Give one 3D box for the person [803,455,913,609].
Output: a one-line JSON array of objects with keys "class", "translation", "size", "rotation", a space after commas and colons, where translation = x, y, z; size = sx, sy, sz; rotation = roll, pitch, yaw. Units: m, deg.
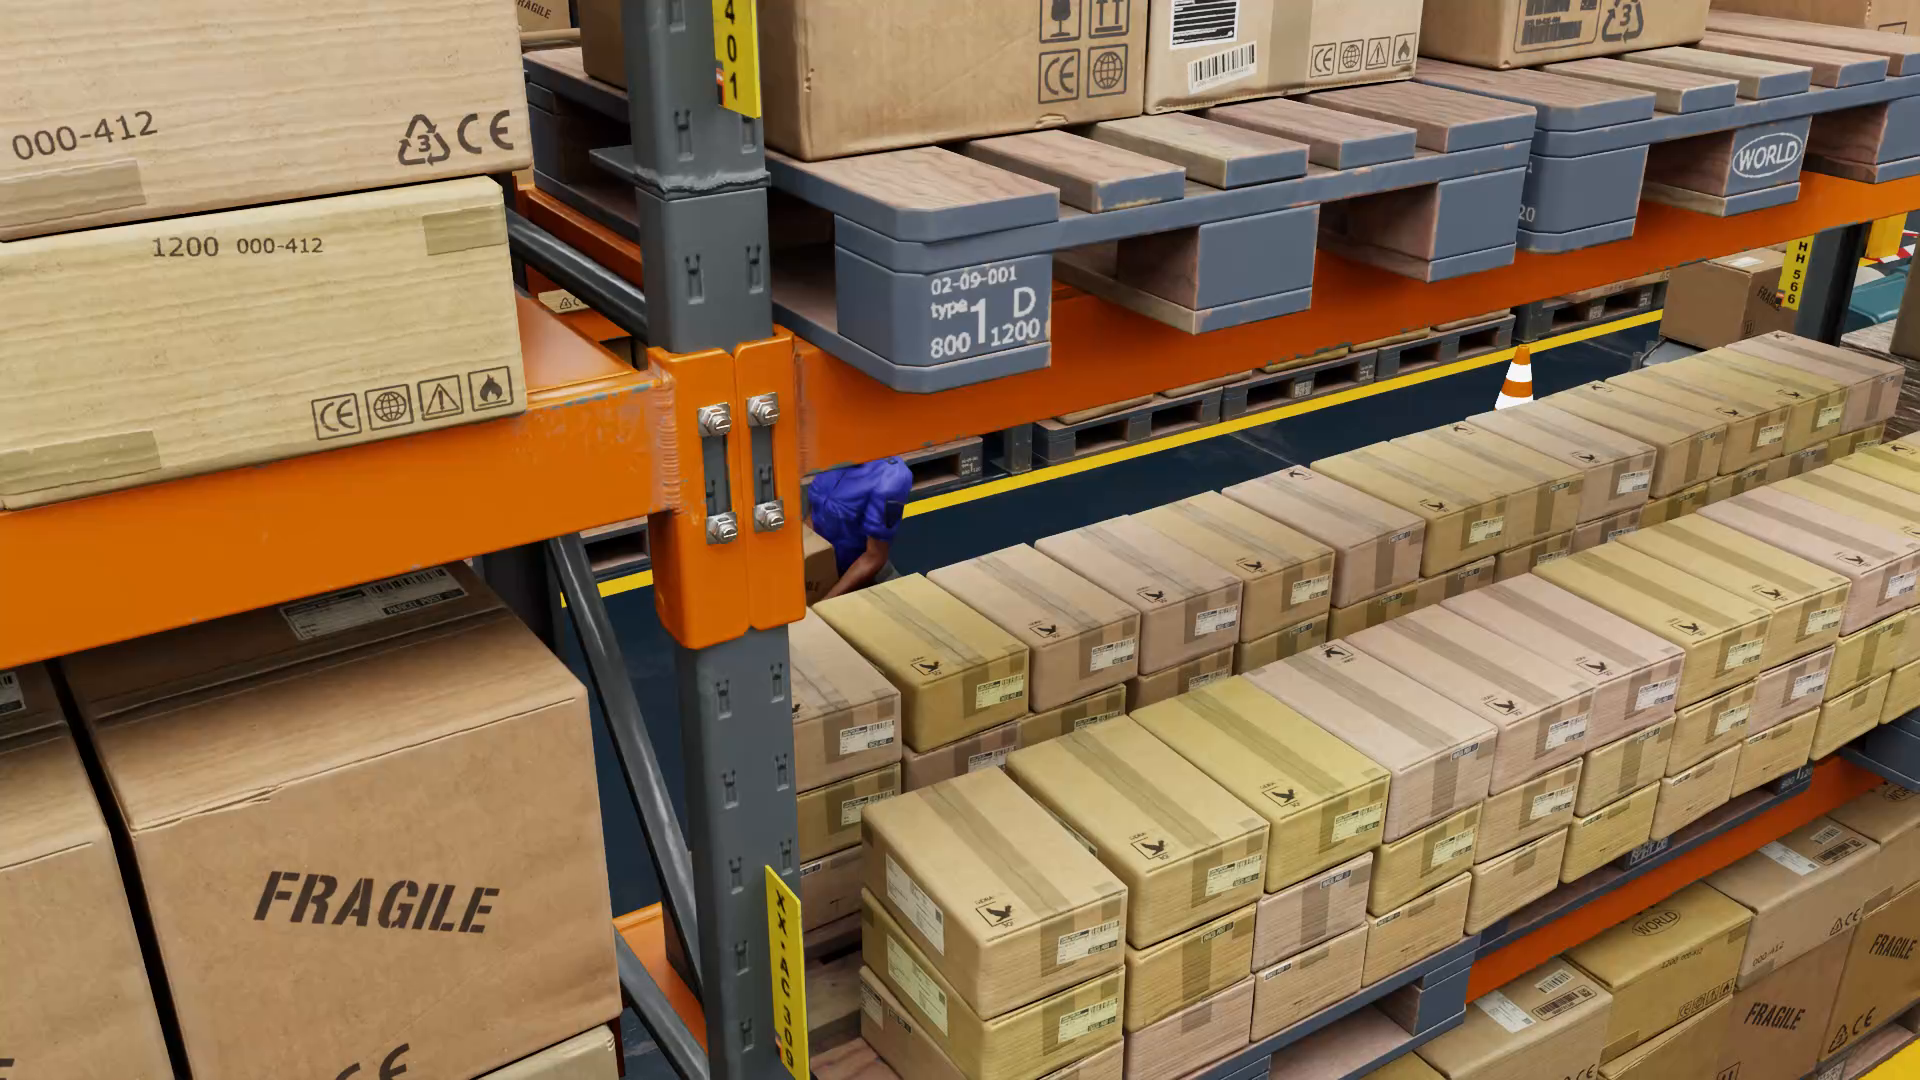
[{"class": "person", "translation": [-0.418, 0.234, 5.630], "size": [0.500, 1.655, 0.449], "rotation": [-15, 29, -29]}]
